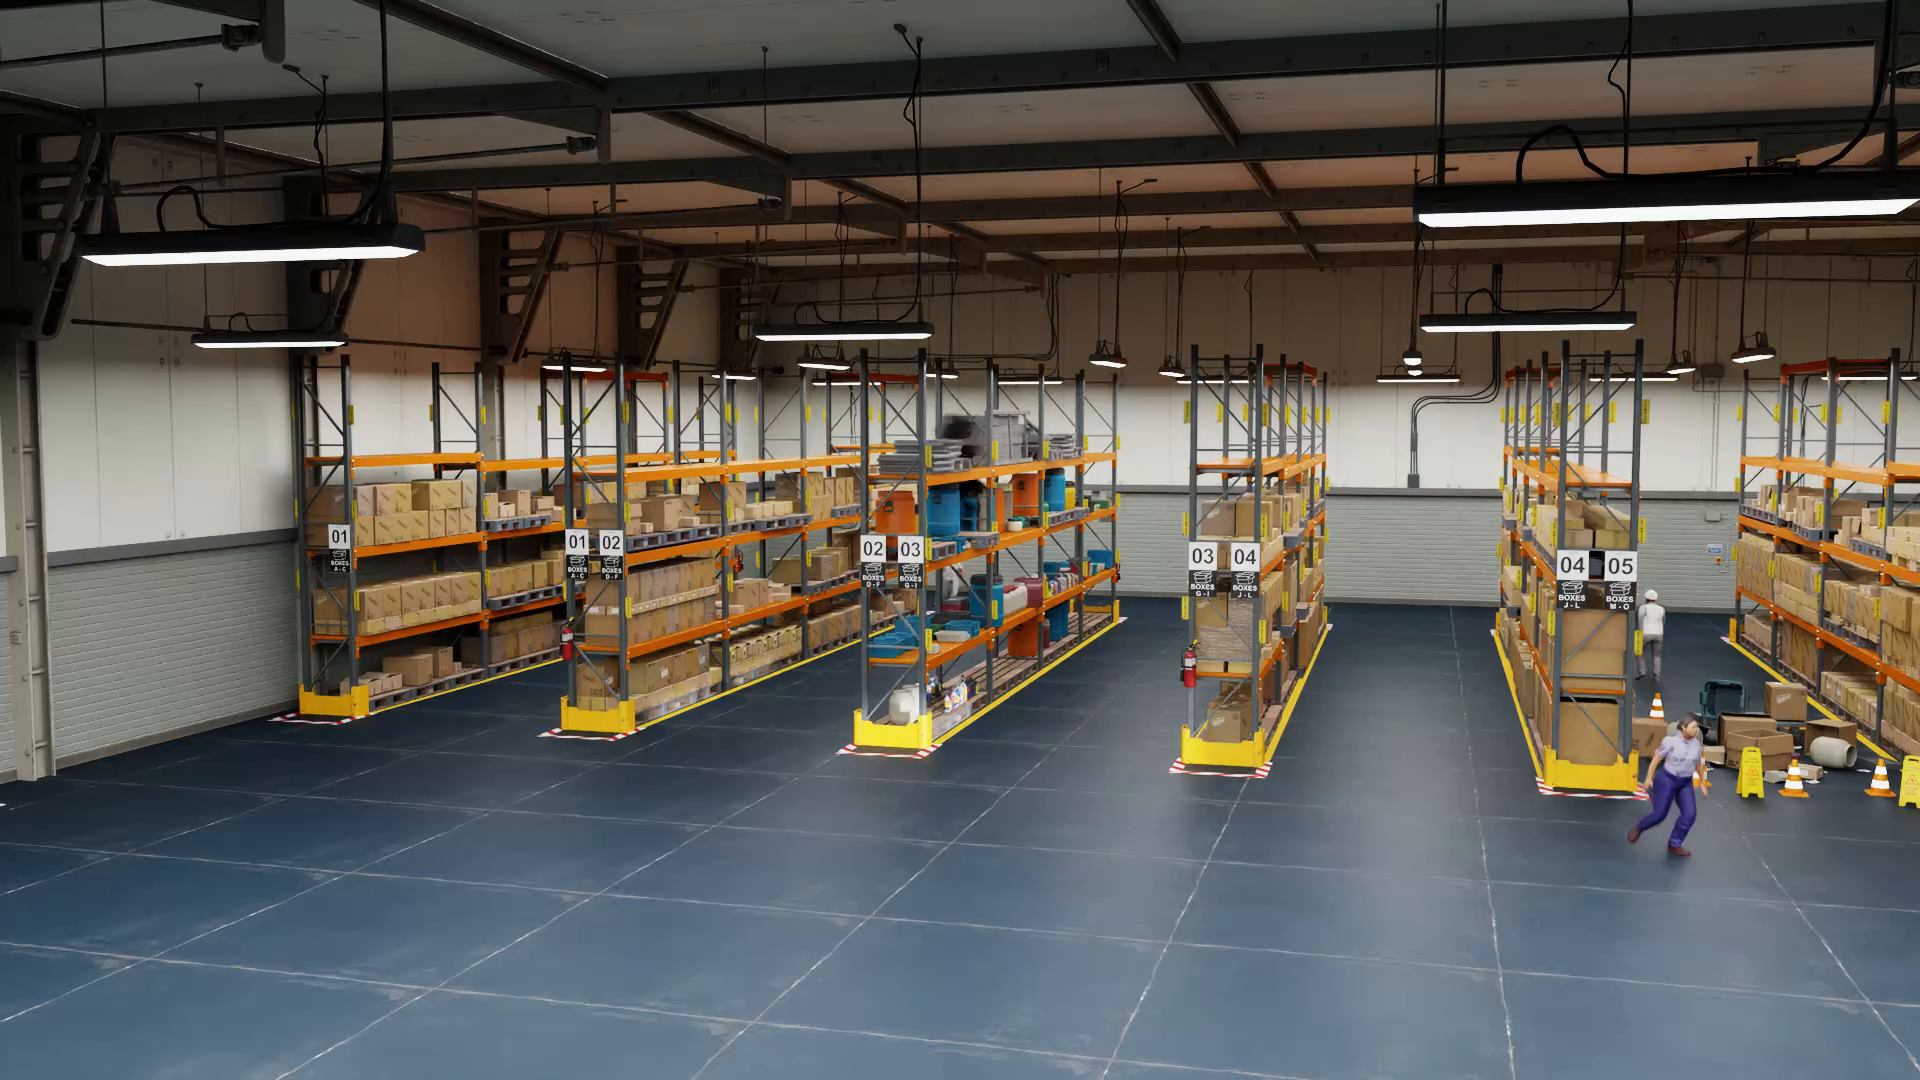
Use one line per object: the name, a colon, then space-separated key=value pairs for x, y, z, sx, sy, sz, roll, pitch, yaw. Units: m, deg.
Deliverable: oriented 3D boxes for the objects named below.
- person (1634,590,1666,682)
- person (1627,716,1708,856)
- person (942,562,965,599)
person: x=12.947 y=1.804 z=31.159 sx=0.577 sy=1.719 sz=0.940 roll=1 pitch=4 yaw=8
person: x=8.132 y=2.776 z=19.096 sx=0.664 sy=1.588 sz=0.662 roll=-1 pitch=5 yaw=-18
person: x=-0.197 y=0.997 z=42.806 sx=0.677 sy=1.602 sz=0.719 roll=0 pitch=4 yaw=1
